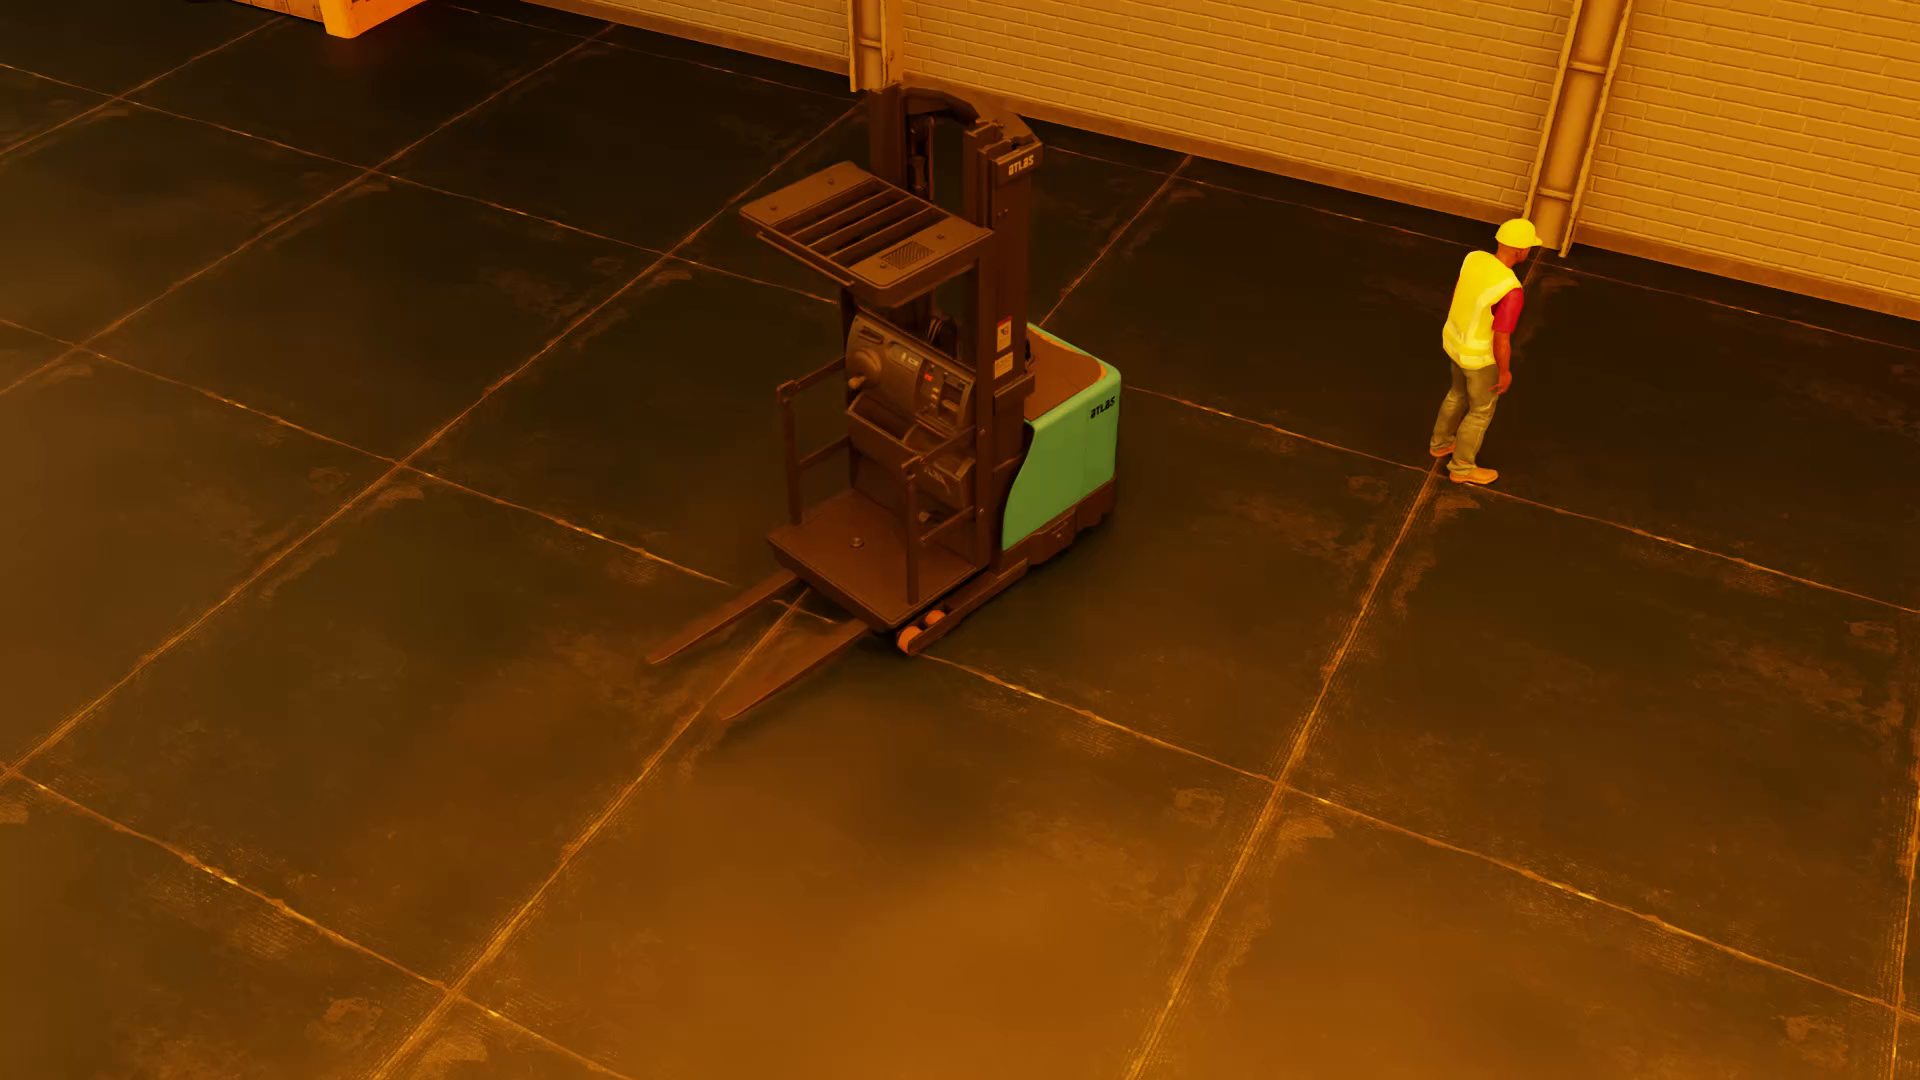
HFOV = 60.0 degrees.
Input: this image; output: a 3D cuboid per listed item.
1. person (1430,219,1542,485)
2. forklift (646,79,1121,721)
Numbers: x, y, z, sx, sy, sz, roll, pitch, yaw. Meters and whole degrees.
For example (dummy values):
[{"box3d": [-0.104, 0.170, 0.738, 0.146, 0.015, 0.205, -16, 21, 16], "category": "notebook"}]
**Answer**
[{"box3d": [3.234, -1.183, 10.304, 0.462, 1.759, 0.626, -9, 41, -11], "category": "person"}, {"box3d": [-0.428, -0.841, 8.985, 1.130, 2.935, 3.031, 32, 50, 33], "category": "forklift"}]
